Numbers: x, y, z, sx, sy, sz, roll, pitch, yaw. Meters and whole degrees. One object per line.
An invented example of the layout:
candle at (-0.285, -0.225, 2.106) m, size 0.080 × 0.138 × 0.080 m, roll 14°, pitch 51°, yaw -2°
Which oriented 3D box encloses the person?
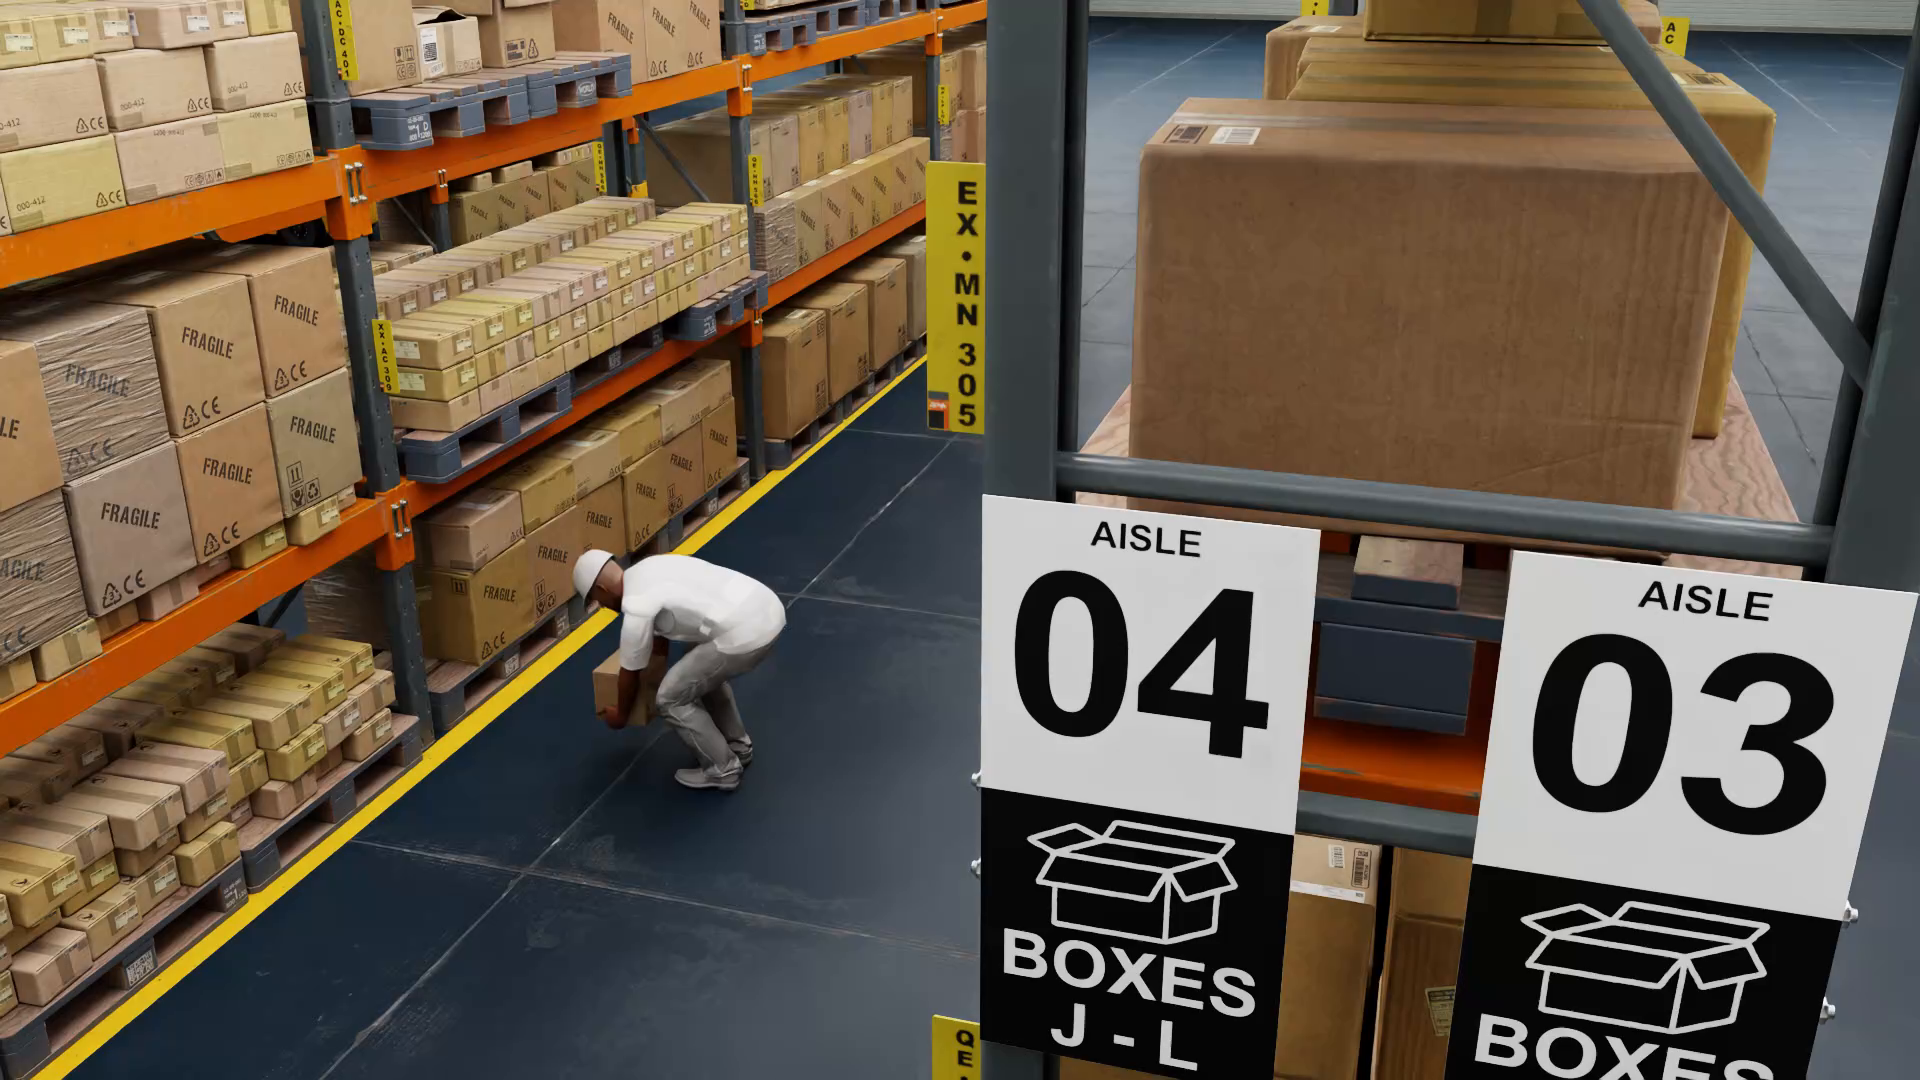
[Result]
person at (-1.277, 0.572, 7.577) m, size 0.965 × 1.059 × 0.512 m, roll 5°, pitch 22°, yaw 13°
